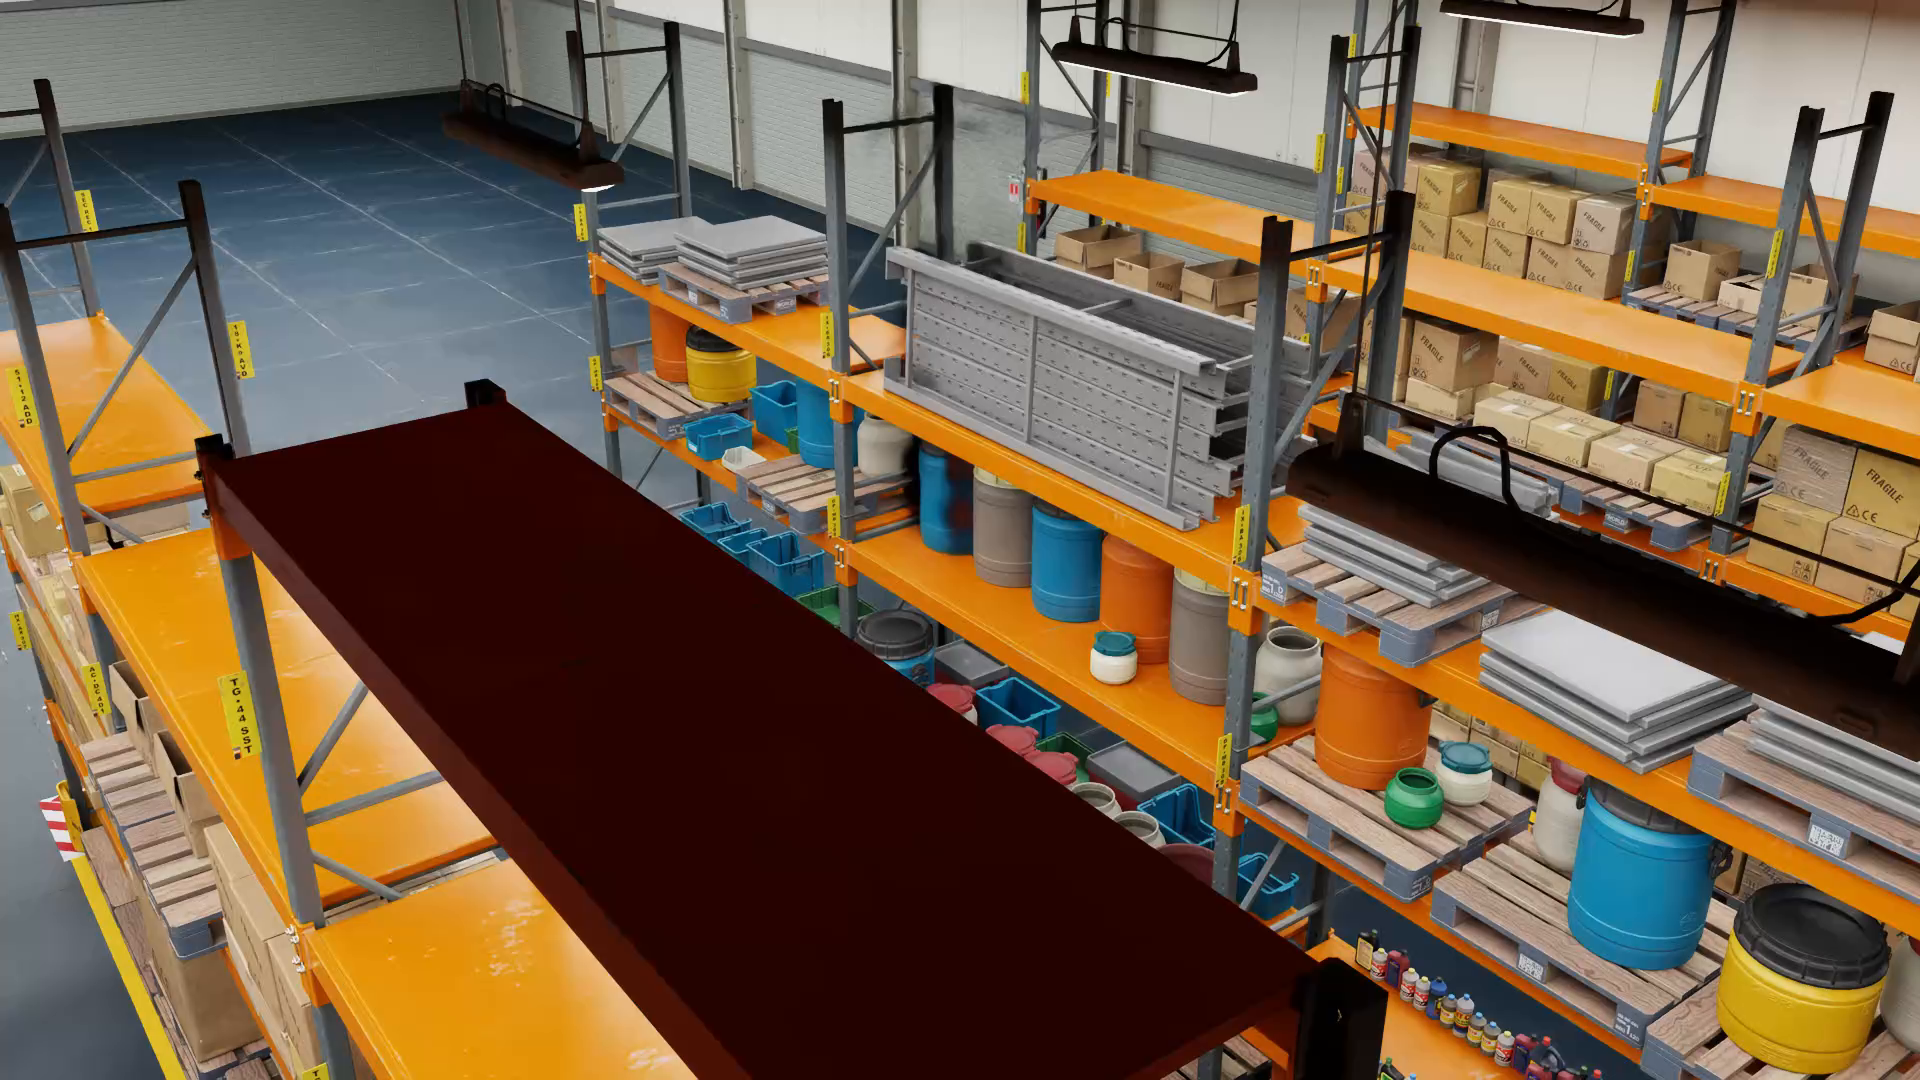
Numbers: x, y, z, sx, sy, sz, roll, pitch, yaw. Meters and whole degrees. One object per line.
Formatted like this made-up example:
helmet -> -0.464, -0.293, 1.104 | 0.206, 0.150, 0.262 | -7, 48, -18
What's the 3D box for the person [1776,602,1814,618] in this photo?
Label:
person -> 7.271, 1.001, 14.842 | 0.591, 1.687, 0.669 | 22, 33, 39
